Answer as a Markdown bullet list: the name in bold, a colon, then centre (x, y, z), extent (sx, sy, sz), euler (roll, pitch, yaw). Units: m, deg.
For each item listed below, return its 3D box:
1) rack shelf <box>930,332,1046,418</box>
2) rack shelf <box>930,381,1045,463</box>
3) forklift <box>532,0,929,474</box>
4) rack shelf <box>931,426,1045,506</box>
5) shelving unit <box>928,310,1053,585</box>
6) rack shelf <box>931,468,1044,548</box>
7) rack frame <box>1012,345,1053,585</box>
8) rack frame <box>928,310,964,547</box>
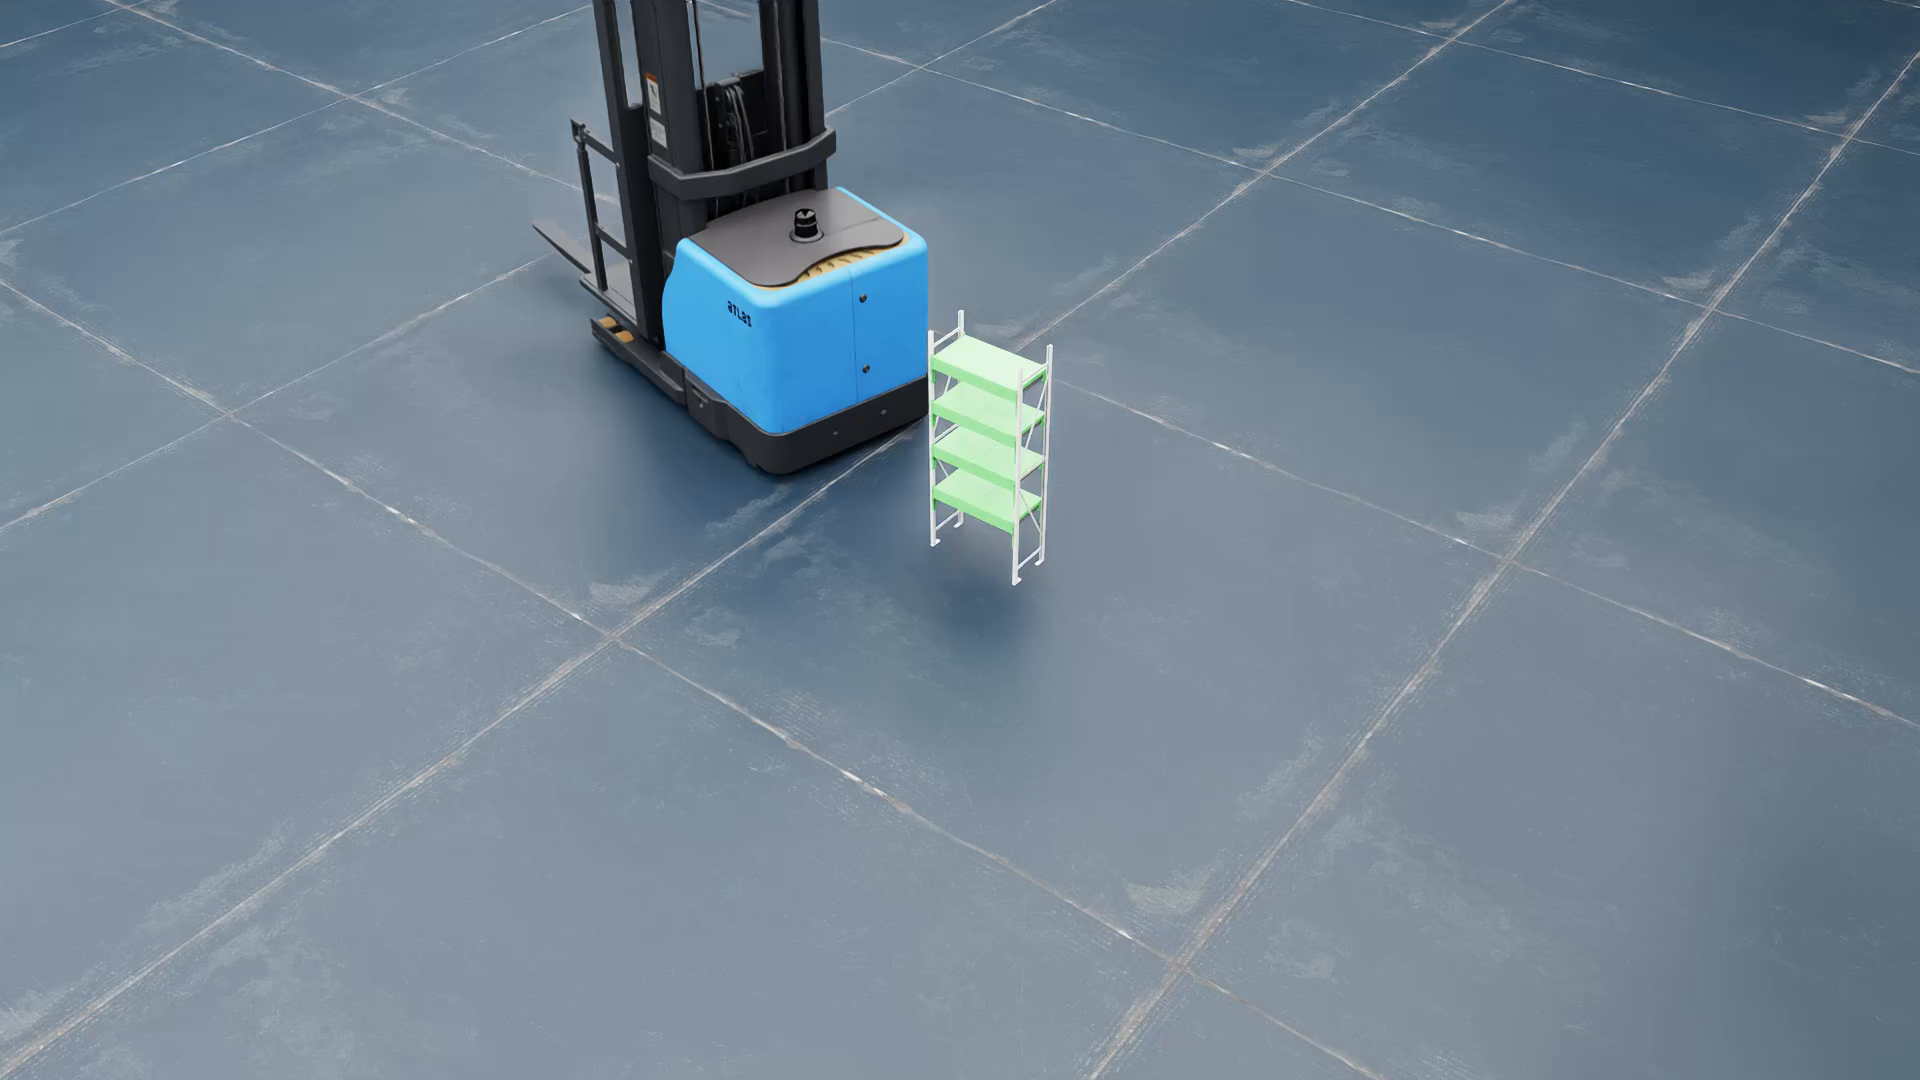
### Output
- **rack shelf**: centre (0.131, -0.738, 7.405), extent (0.480, 0.148, 0.258), euler (25, 45, 29)
- **rack shelf**: centre (0.131, -0.549, 7.553), extent (0.480, 0.148, 0.258), euler (25, 45, 29)
- **forklift**: centre (-1.449, -2.338, 8.719), extent (1.130, 2.935, 3.031), euler (-26, 45, -29)
- **rack shelf**: centre (0.131, -0.360, 7.701), extent (0.480, 0.148, 0.258), euler (25, 45, 29)
- **shelving unit**: centre (0.131, -0.410, 7.662), extent (0.503, 1.200, 0.258), euler (25, 45, 29)
- **rack shelf**: centre (0.131, -0.171, 7.849), extent (0.480, 0.148, 0.258), euler (25, 45, 29)
- **rack frame**: centre (0.325, -0.319, 7.545), extent (0.015, 1.200, 0.240), euler (25, 45, 29)
- **rack frame**: centre (-0.062, -0.502, 7.778), extent (0.015, 1.200, 0.240), euler (25, 45, 29)
